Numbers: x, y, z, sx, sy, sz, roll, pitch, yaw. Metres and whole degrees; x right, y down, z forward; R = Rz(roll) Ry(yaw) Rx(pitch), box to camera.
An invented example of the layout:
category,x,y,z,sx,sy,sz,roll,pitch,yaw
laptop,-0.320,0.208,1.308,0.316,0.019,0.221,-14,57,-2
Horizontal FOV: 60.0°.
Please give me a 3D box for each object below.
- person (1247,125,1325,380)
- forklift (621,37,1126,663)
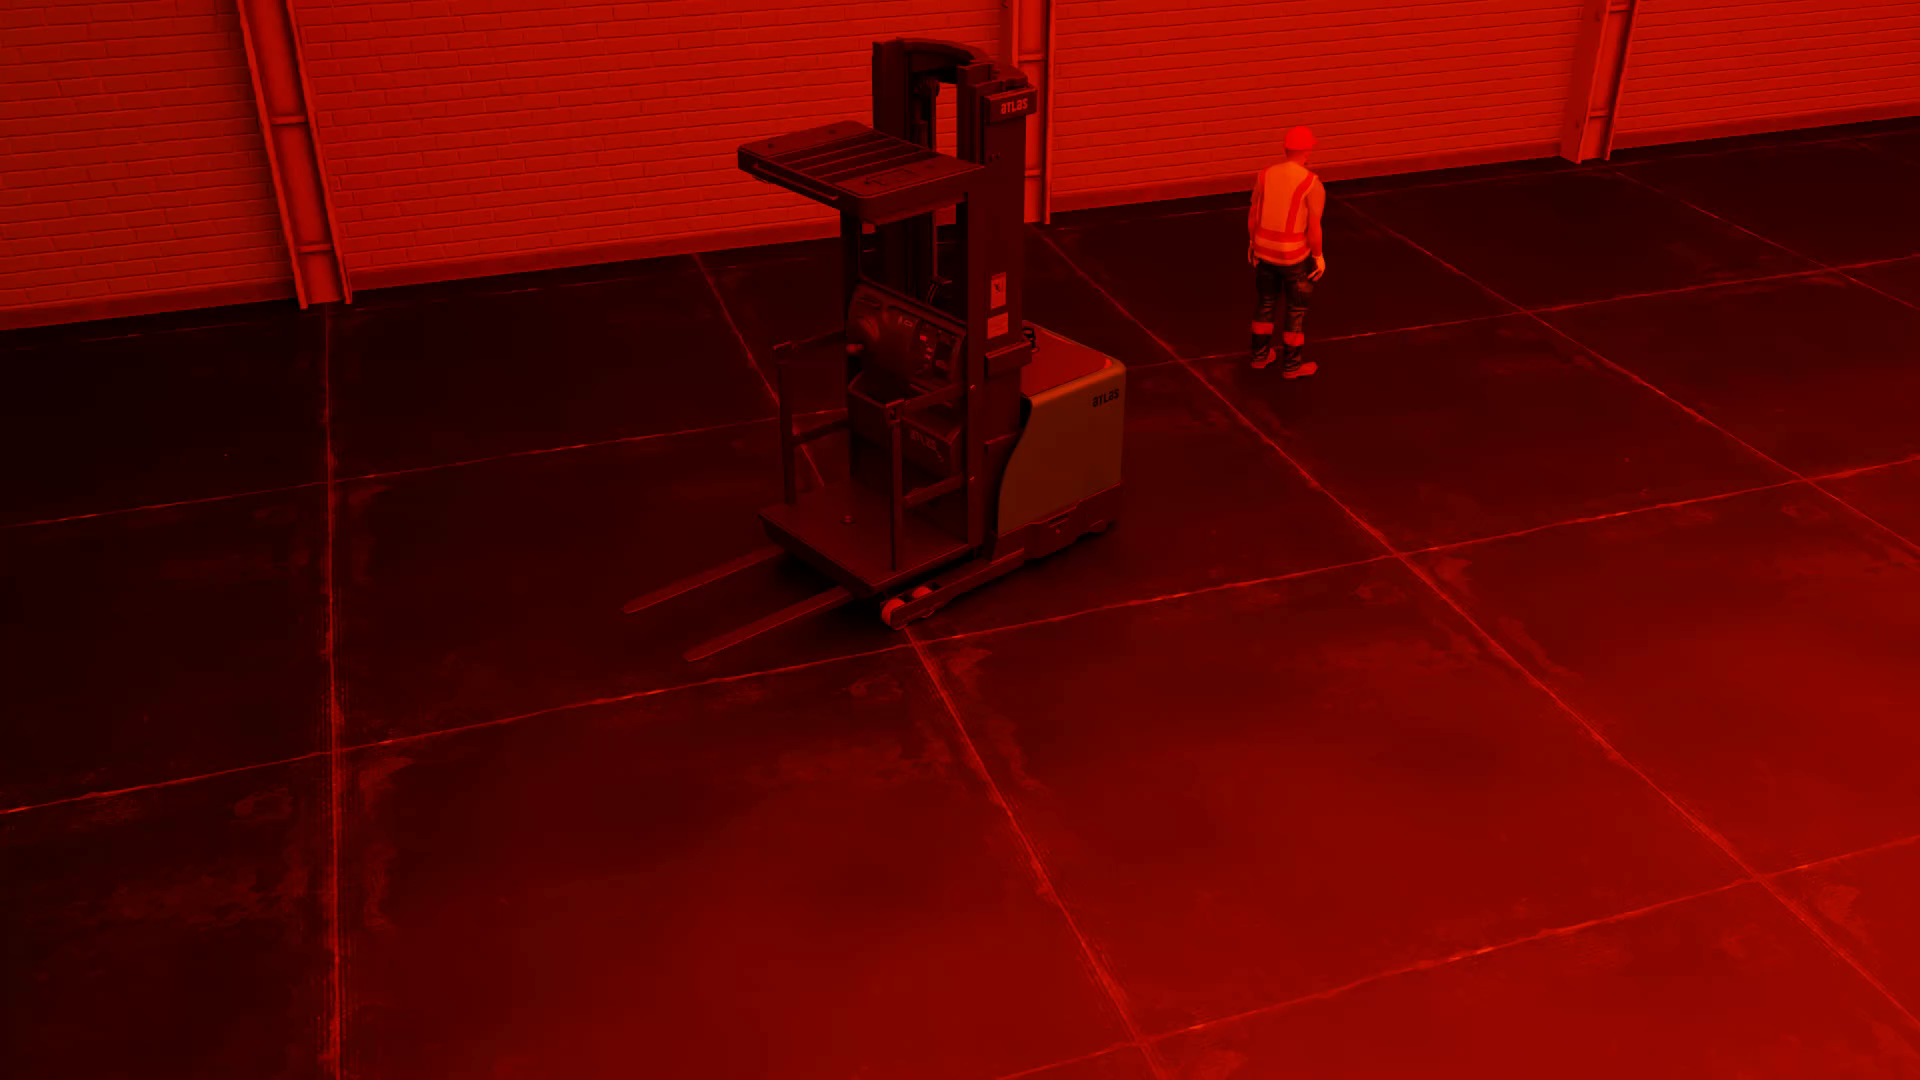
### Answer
category,x,y,z,sx,sy,sz,roll,pitch,yaw
person,2.312,-2.032,11.779,0.608,1.777,0.454,24,37,35
forklift,-0.461,-1.072,8.951,3.031,2.935,1.130,-23,37,-34
